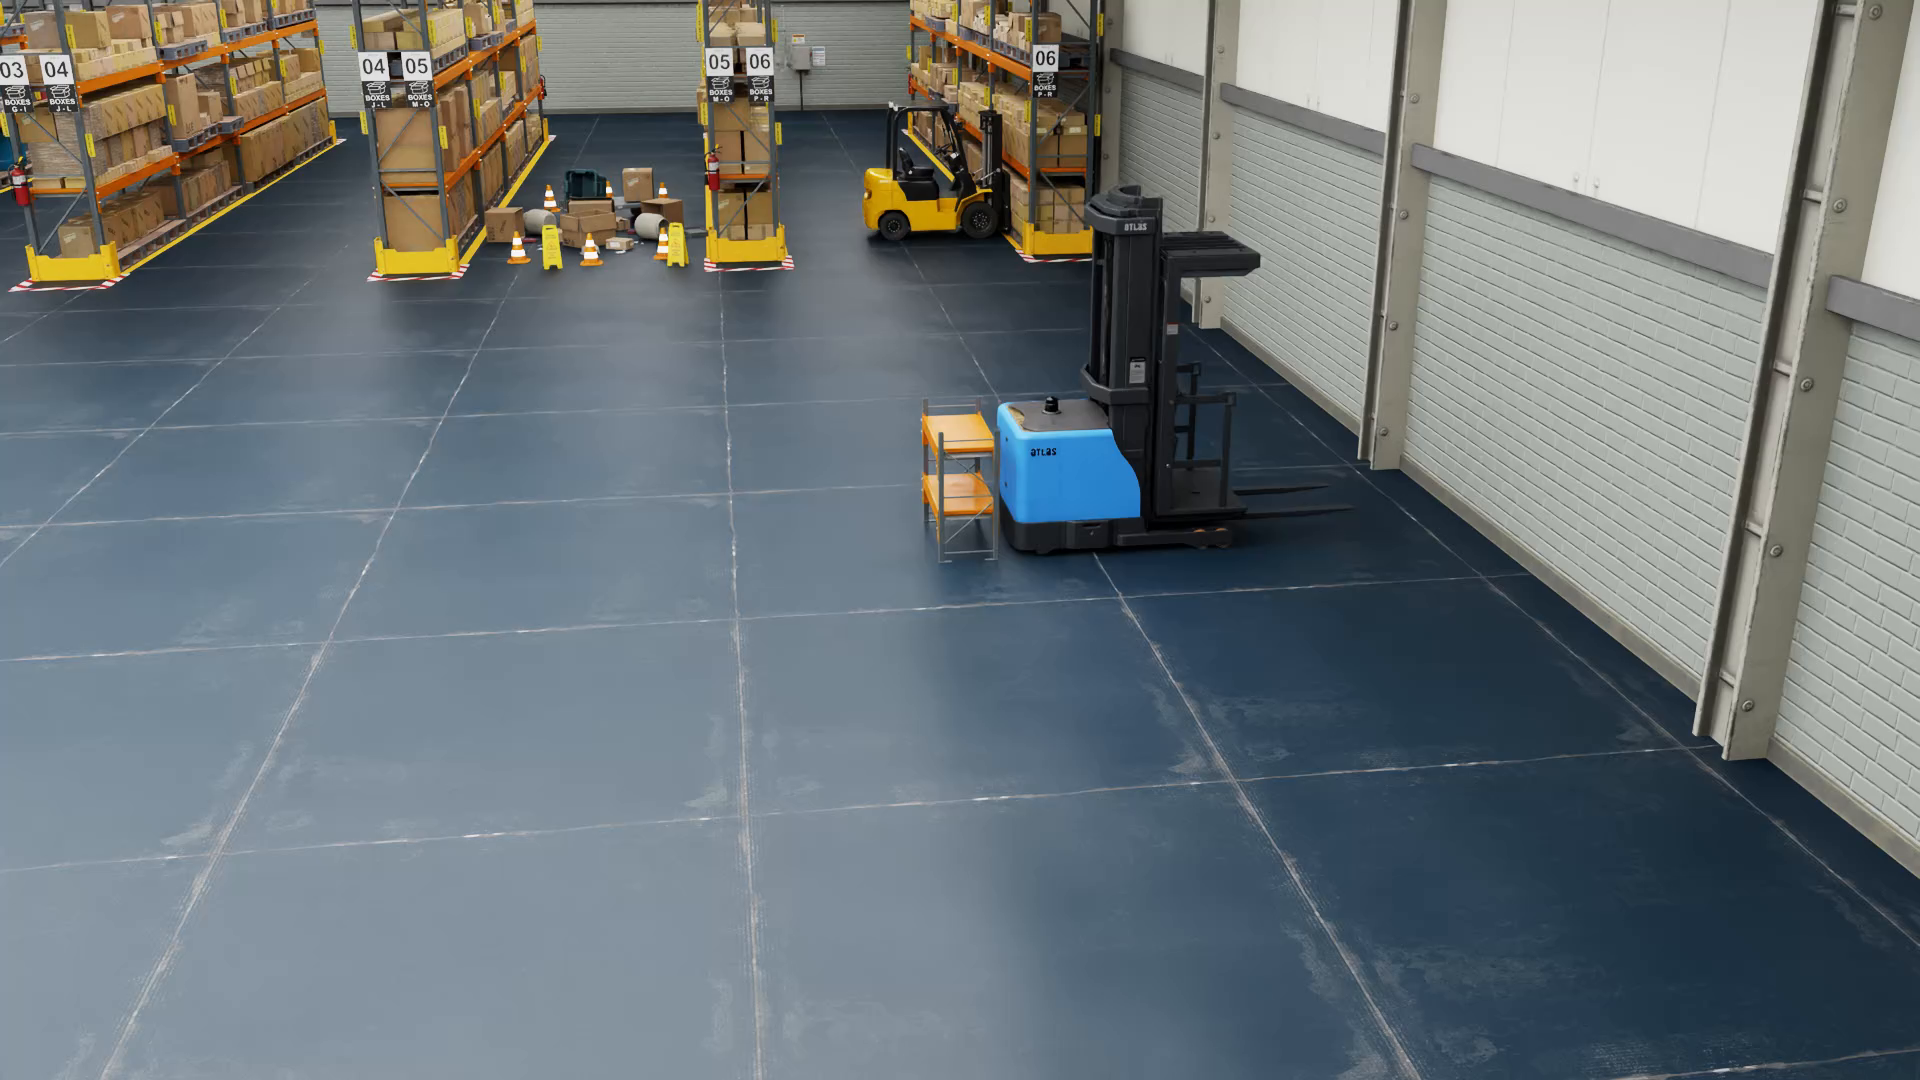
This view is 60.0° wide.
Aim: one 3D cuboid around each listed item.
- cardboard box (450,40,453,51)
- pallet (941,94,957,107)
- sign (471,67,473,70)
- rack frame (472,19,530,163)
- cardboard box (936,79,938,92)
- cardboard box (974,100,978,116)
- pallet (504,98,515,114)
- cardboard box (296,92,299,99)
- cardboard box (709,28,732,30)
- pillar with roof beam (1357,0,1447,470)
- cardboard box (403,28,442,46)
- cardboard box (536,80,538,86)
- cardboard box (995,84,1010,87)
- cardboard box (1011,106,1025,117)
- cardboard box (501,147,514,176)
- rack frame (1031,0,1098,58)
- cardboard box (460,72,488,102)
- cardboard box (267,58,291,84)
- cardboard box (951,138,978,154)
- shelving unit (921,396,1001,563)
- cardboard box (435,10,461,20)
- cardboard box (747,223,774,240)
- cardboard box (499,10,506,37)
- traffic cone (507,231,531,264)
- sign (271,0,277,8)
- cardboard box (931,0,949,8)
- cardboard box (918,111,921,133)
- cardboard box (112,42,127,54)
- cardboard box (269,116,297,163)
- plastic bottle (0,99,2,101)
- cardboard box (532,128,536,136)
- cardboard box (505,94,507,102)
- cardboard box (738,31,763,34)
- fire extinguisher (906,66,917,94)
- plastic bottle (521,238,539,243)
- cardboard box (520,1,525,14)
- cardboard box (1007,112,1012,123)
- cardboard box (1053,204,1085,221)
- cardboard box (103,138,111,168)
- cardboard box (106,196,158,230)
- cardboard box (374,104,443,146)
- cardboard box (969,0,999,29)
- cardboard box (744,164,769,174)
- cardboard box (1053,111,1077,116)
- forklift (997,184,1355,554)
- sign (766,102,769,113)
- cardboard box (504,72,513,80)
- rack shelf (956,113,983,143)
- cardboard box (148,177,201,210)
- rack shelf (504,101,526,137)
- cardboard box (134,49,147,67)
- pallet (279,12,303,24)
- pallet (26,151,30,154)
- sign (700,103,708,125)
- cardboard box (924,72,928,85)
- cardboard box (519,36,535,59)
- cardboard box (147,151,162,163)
[{"bbox_3d":[-8.187,-7.769,26.134,0.380,0.149,0.250,-3,21,-8],"label":"cardboard box"},{"bbox_3d":[0.157,-9.381,35.395,1.003,0.211,1.213,-3,21,-8],"label":"pallet"},{"bbox_3d":[-10.465,-10.022,35.599,0.100,0.325,0.005,-3,21,-8],"label":"sign"},{"bbox_3d":[-9.930,-9.647,35.831,1.000,3.000,0.127,-3,21,-8],"label":"rack frame"},{"bbox_3d":[-0.314,-9.816,35.877,0.396,0.266,0.258,-2,21,-5],"label":"cardboard box"},{"bbox_3d":[0.546,-8.089,31.161,0.500,0.250,0.500,-3,21,-7],"label":"cardboard box"},{"bbox_3d":[-9.679,-8.855,33.986,1.003,0.211,1.213,-3,21,-8],"label":"pallet"},{"bbox_3d":[-14.682,-9.706,36.349,0.380,0.149,0.250,-3,21,-9],"label":"cardboard box"},{"bbox_3d":[-3.864,-8.163,26.791,0.380,0.149,0.250,-3,21,-7],"label":"cardboard box"},{"bbox_3d":[-0.143,-4.753,14.155,9.100,9.000,0.400,-3,21,-8],"label":"pillar with roof beam"},{"bbox_3d":[-8.090,-7.565,25.018,0.500,0.250,0.500,-3,21,-8],"label":"cardboard box"},{"bbox_3d":[-10.180,-10.815,39.319,0.380,0.149,0.250,-3,21,-8],"label":"cardboard box"},{"bbox_3d":[0.814,-8.869,32.678,0.380,0.149,0.250,-3,21,-8],"label":"cardboard box"},{"bbox_3d":[1.052,-7.068,27.433,0.380,0.149,0.250,-3,21,-7],"label":"cardboard box"},{"bbox_3d":[-9.203,-7.545,33.177,0.500,0.500,0.500,-4,21,-10],"label":"cardboard box"},{"bbox_3d":[1.595,-8.838,25.093,1.000,3.000,0.127,-3,21,-8],"label":"rack frame"},{"bbox_3d":[-9.224,-8.446,31.045,0.700,0.500,0.500,-3,21,-9],"label":"cardboard box"},{"bbox_3d":[-14.668,-10.031,35.577,0.500,0.500,0.500,-3,21,-8],"label":"cardboard box"},{"bbox_3d":[0.107,-8.133,34.751,0.500,0.500,0.500,-3,21,-9],"label":"cardboard box"},{"bbox_3d":[-0.001,-0.529,14.100,0.538,1.125,1.048,-3,21,-8],"label":"shelving unit"},{"bbox_3d":[-8.372,-8.583,27.173,0.380,0.149,0.250,-3,21,-8],"label":"cardboard box"},{"bbox_3d":[-3.159,-4.978,26.662,0.500,0.250,0.500,-3,21,-8],"label":"cardboard box"},{"bbox_3d":[-9.328,-10.270,33.072,0.500,0.500,0.500,-3,21,-8],"label":"cardboard box"},{"bbox_3d":[-6.871,-4.559,25.835,0.336,0.463,0.334,-3,21,-8],"label":"traffic cone"},{"bbox_3d":[-14.317,-11.257,34.667,0.100,0.325,0.005,-3,21,-8],"label":"sign"},{"bbox_3d":[-0.422,-11.549,35.829,0.380,0.149,0.250,-3,21,-9],"label":"cardboard box"},{"bbox_3d":[-0.632,-10.079,39.962,0.700,0.500,0.500,-2,21,-6],"label":"cardboard box"},{"bbox_3d":[-13.171,-7.629,25.787,0.380,0.149,0.250,-2,21,-5],"label":"cardboard box"},{"bbox_3d":[-14.740,-8.412,34.963,1.225,0.875,0.875,-3,21,-8],"label":"cardboard box"},{"bbox_3d":[-19.413,-8.785,33.596,0.144,0.351,0.185,-3,21,-8],"label":"plastic bottle"},{"bbox_3d":[-9.898,-9.322,38.010,0.380,0.149,0.250,-3,21,-7],"label":"cardboard box"},{"bbox_3d":[-9.411,-8.965,33.765,0.380,0.149,0.250,-3,21,-7],"label":"cardboard box"},{"bbox_3d":[-3.285,-7.919,26.137,0.380,0.149,0.250,-3,21,-8],"label":"cardboard box"},{"bbox_3d":[-1.190,-11.384,41.128,0.296,0.674,0.183,-3,21,-8],"label":"fire extinguisher"},{"bbox_3d":[-7.109,-4.949,27.452,0.283,0.061,0.133,-11,23,-26],"label":"plastic bottle"},{"bbox_3d":[-9.888,-11.742,36.654,0.500,0.250,0.500,-3,21,-7],"label":"cardboard box"},{"bbox_3d":[1.007,-7.104,27.953,0.380,0.149,0.250,-3,21,-9],"label":"cardboard box"},{"bbox_3d":[1.733,-5.344,26.927,0.500,0.250,0.500,-3,21,-7],"label":"cardboard box"},{"bbox_3d":[-13.365,-5.822,25.022,0.875,0.500,0.500,-3,21,-8],"label":"cardboard box"},{"bbox_3d":[-13.591,-5.349,27.297,0.500,0.500,0.500,4,21,9],"label":"cardboard box"},{"bbox_3d":[-8.215,-6.198,24.841,0.875,0.550,0.550,-3,21,-8],"label":"cardboard box"},{"bbox_3d":[0.452,-9.878,31.278,0.500,0.500,0.500,-2,21,-6],"label":"cardboard box"},{"bbox_3d":[-3.160,-5.787,25.856,0.380,0.149,0.250,-3,21,-8],"label":"cardboard box"},{"bbox_3d":[1.702,-6.828,26.790,0.380,0.149,0.250,-3,21,-7],"label":"cardboard box"},{"bbox_3d":[1.874,-1.476,14.053,3.031,2.935,1.130,-3,21,-8],"label":"forklift"},{"bbox_3d":[-3.357,-7.597,29.106,0.100,0.325,0.005,-3,21,-8],"label":"sign"},{"bbox_3d":[-9.639,-9.782,35.103,0.380,0.149,0.250,-4,21,-9],"label":"cardboard box"},{"bbox_3d":[0.730,-7.768,31.831,1.077,0.370,4.000,-3,21,-8],"label":"rack shelf"},{"bbox_3d":[-13.816,-6.076,29.216,0.700,0.500,0.500,-3,21,-8],"label":"cardboard box"},{"bbox_3d":[-9.641,-8.617,34.103,1.077,0.370,4.000,-3,21,-8],"label":"rack shelf"},{"bbox_3d":[-13.310,-7.670,26.468,0.500,0.250,0.500,-2,21,-6],"label":"cardboard box"},{"bbox_3d":[-15.133,-11.500,36.634,1.003,0.211,1.213,-3,21,-8],"label":"pallet"},{"bbox_3d":[-20.077,-8.551,36.884,1.003,0.211,1.213,-3,21,-8],"label":"pallet"},{"bbox_3d":[-3.868,-6.446,25.155,0.100,0.325,0.005,-3,21,-8],"label":"sign"},{"bbox_3d":[-0.536,-10.589,38.143,0.500,0.250,0.500,-3,21,-8],"label":"cardboard box"},{"bbox_3d":[-10.121,-11.365,38.434,0.500,0.500,0.500,-4,21,-10],"label":"cardboard box"},{"bbox_3d":[-13.228,-6.227,27.034,0.380,0.149,0.250,-3,21,-8],"label":"cardboard box"}]
